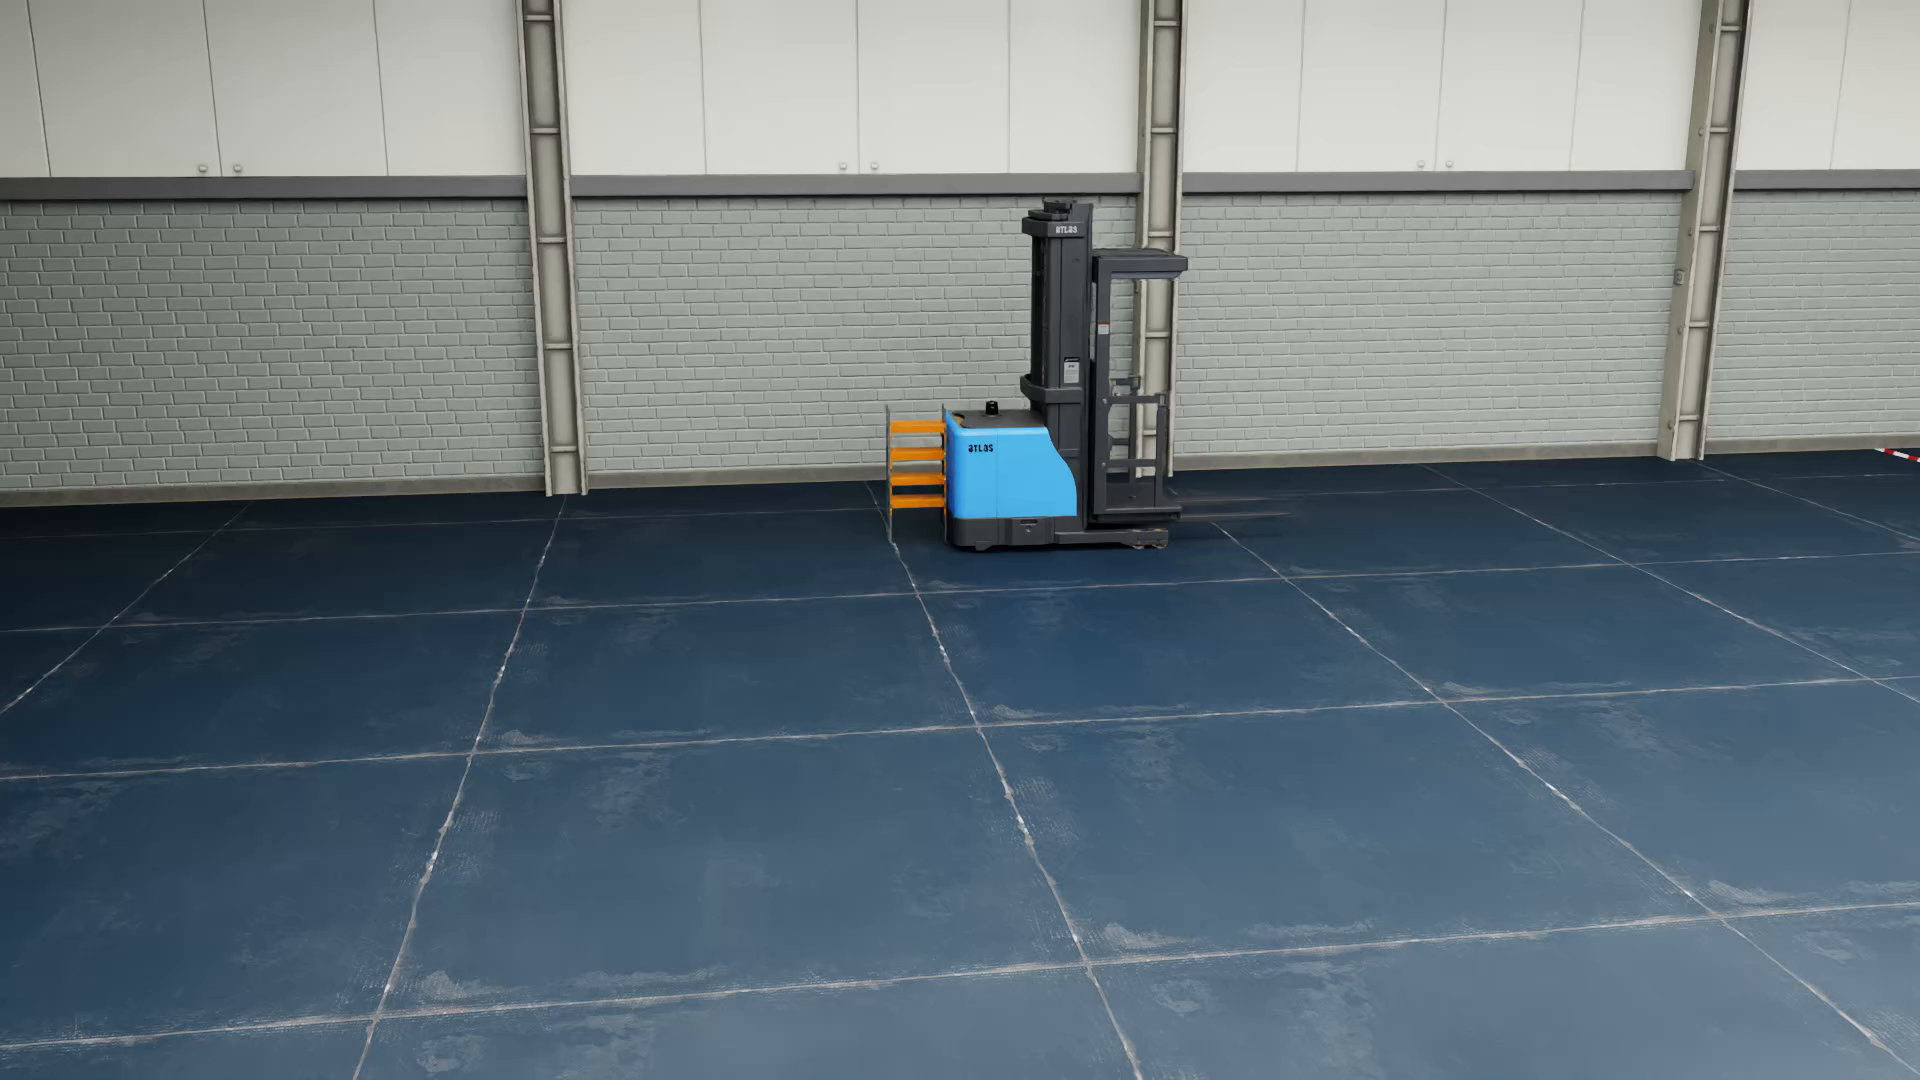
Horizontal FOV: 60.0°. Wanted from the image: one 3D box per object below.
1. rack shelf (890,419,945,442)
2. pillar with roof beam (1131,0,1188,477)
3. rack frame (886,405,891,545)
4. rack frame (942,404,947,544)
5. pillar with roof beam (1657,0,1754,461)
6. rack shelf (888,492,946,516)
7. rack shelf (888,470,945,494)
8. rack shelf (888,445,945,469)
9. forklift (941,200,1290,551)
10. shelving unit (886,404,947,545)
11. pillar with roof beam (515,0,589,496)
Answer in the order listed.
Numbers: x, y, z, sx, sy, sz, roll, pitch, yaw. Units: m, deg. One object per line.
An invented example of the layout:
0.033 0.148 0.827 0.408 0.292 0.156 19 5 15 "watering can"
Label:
-0.380 -0.953 14.438 0.480 0.148 0.258 -2 14 -7 "rack shelf"
2.650 -4.024 12.269 0.400 9.000 9.100 -2 14 -8 "pillar with roof beam"
-0.622 -0.564 14.503 0.015 1.200 0.240 -2 14 -7 "rack frame"
-0.138 -0.579 14.565 0.015 1.200 0.240 -2 14 -7 "rack frame"
8.583 -4.242 13.136 0.400 9.000 9.100 -2 14 -8 "pillar with roof beam"
-0.380 -0.314 14.599 0.480 0.148 0.258 -2 14 -7 "rack shelf"
-0.380 -0.506 14.550 0.480 0.148 0.258 -2 14 -7 "rack shelf"
-0.380 -0.723 14.496 0.480 0.148 0.258 -2 14 -7 "rack shelf"
1.384 -1.469 14.554 3.031 2.935 1.130 -2 14 -7 "forklift"
-0.380 -0.571 14.534 0.503 1.200 0.258 -2 14 -7 "shelving unit"
-3.283 -3.807 11.402 0.400 9.000 9.100 -2 14 -8 "pillar with roof beam"
